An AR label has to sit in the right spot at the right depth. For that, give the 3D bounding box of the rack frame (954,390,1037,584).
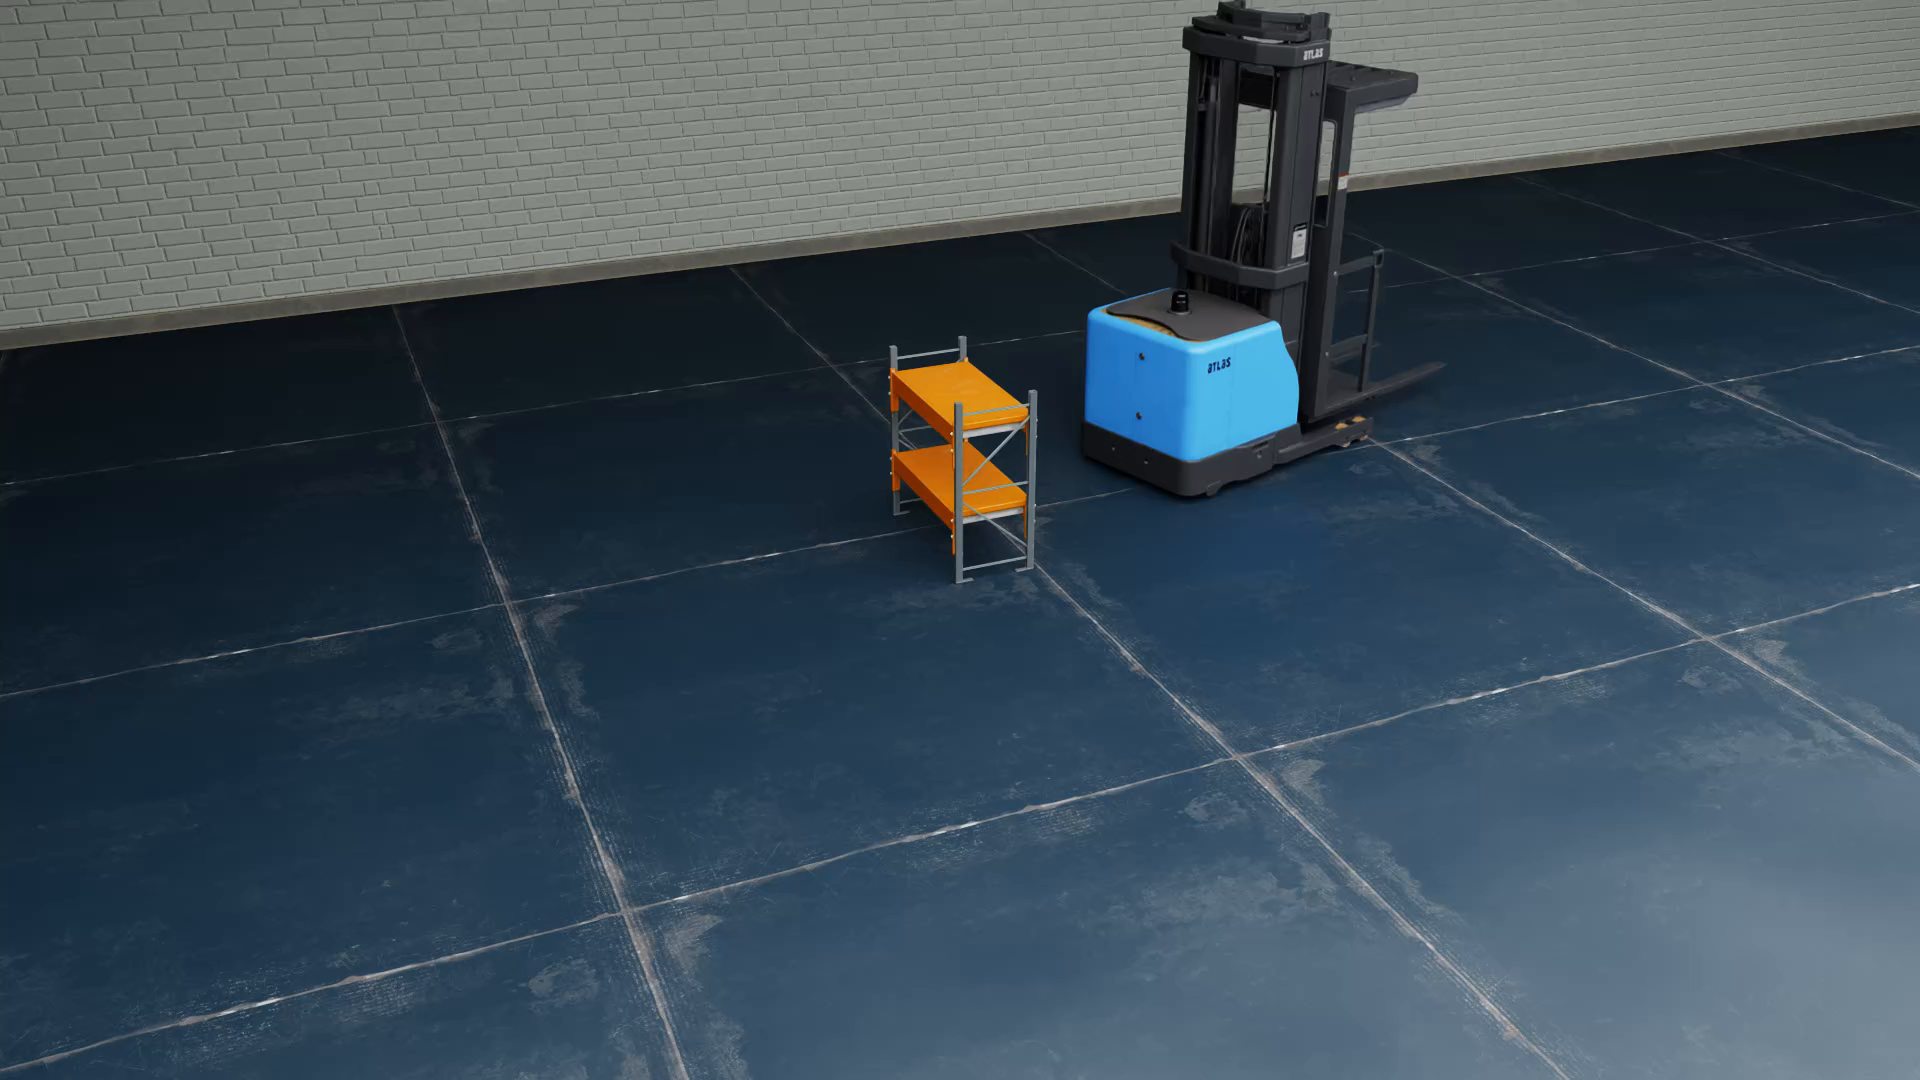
[{"bbox_3d":[0.202,-0.298,9.577,0.500,1.125,0.032,-11,28,-21],"label":"rack frame"}]

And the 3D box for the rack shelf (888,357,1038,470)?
[{"bbox_3d":[0.003,-0.766,9.869,0.538,0.278,1.000,-11,28,-21],"label":"rack shelf"}]

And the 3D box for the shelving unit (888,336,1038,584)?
[{"bbox_3d":[0.003,-0.503,9.998,0.538,1.125,1.048,-11,28,-21],"label":"shelving unit"}]

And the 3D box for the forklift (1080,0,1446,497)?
[{"bbox_3d":[2.271,-2.118,11.247,3.031,2.935,1.130,-20,33,-36],"label":"forklift"}]

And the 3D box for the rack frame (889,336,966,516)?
[{"bbox_3d":[-0.196,-0.708,10.418,0.500,1.125,0.032,-11,28,-21],"label":"rack frame"}]

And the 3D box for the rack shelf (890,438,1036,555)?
[{"bbox_3d":[0.003,-0.283,10.105,0.538,0.278,1.000,-11,28,-21],"label":"rack shelf"}]
